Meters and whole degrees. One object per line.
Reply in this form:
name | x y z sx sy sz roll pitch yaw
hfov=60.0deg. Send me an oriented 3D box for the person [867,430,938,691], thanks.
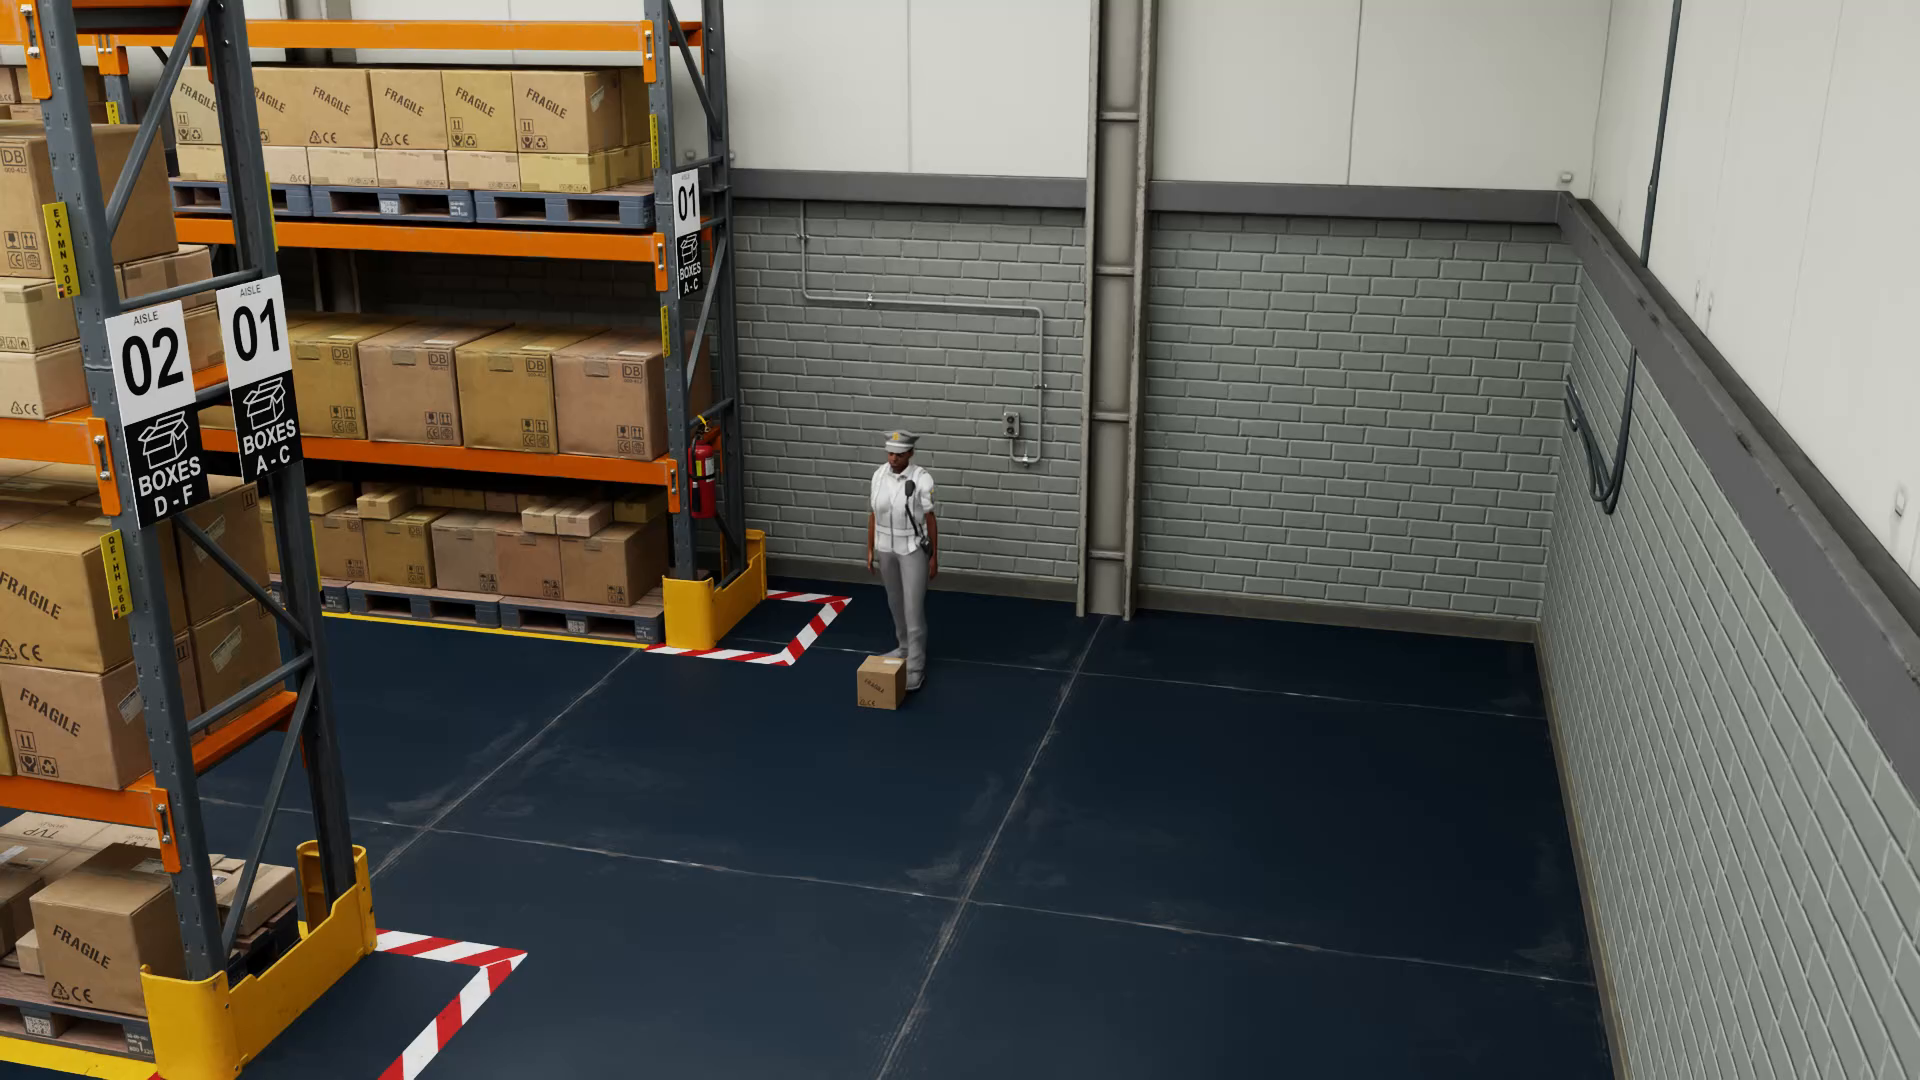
person | -6.535 1.079 7.514 8.226 1.826 12.302 9 21 26
